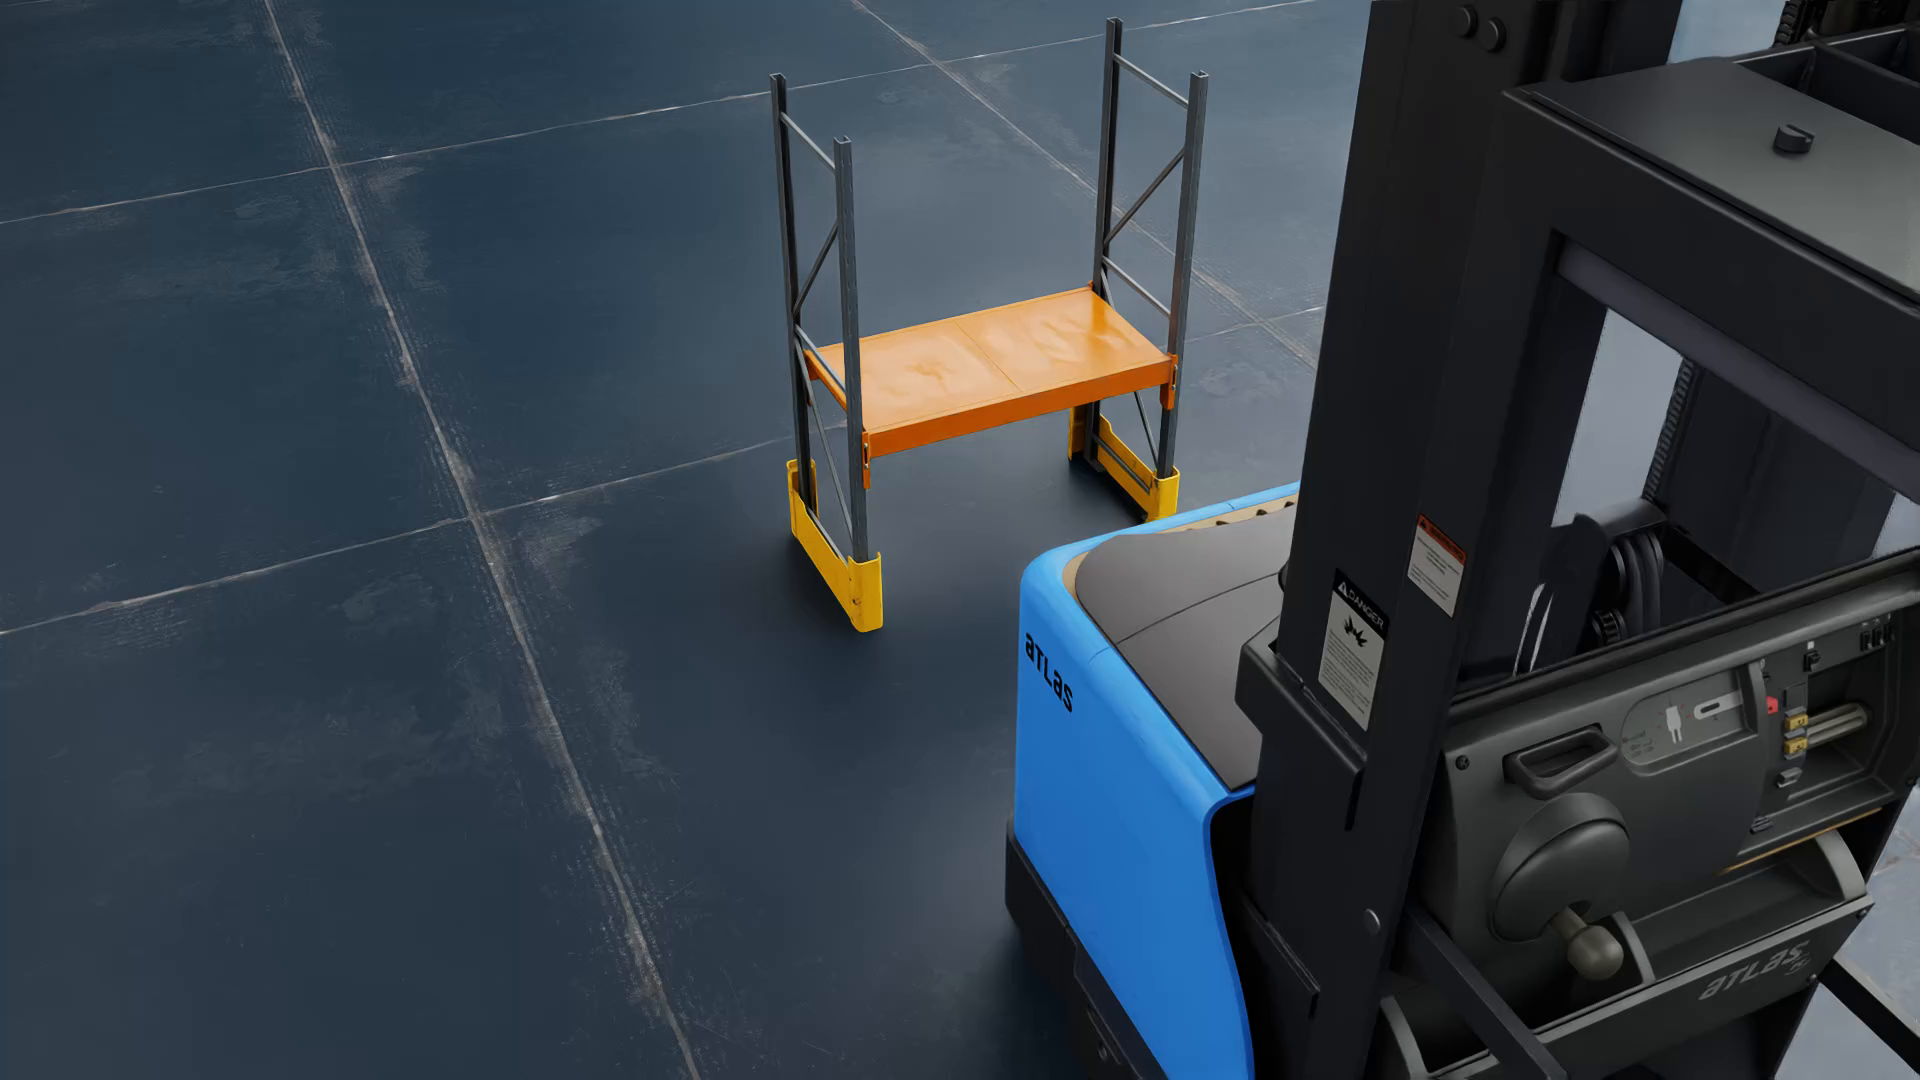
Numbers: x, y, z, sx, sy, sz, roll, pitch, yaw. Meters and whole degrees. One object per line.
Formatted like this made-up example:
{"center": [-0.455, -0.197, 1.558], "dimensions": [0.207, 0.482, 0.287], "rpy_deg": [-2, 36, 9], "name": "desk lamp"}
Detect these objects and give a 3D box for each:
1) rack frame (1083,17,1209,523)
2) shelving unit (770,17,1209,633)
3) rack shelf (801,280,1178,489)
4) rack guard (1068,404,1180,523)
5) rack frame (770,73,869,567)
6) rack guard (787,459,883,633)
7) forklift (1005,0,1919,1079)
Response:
{"center": [0.537, -0.753, 5.006], "dimensions": [0.032, 1.500, 0.500], "rpy_deg": [-16, 39, -20], "name": "rack frame"}
{"center": [0.069, -0.622, 4.829], "dimensions": [1.083, 1.500, 0.587], "rpy_deg": [-16, 39, -20], "name": "shelving unit"}
{"center": [0.077, -0.480, 4.939], "dimensions": [1.000, 0.185, 0.538], "rpy_deg": [-16, 39, -20], "name": "rack shelf"}
{"center": [0.520, -0.246, 5.371], "dimensions": [0.087, 0.250, 0.587], "rpy_deg": [-16, 39, -20], "name": "rack guard"}
{"center": [-0.383, -0.495, 4.659], "dimensions": [0.032, 1.500, 0.500], "rpy_deg": [-16, 39, -20], "name": "rack frame"}
{"center": [-0.382, 0.006, 5.032], "dimensions": [0.087, 0.250, 0.587], "rpy_deg": [-16, 39, -20], "name": "rack guard"}
{"center": [1.168, 0.402, 2.247], "dimensions": [1.130, 2.935, 3.031], "rpy_deg": [-15, 39, -19], "name": "forklift"}
